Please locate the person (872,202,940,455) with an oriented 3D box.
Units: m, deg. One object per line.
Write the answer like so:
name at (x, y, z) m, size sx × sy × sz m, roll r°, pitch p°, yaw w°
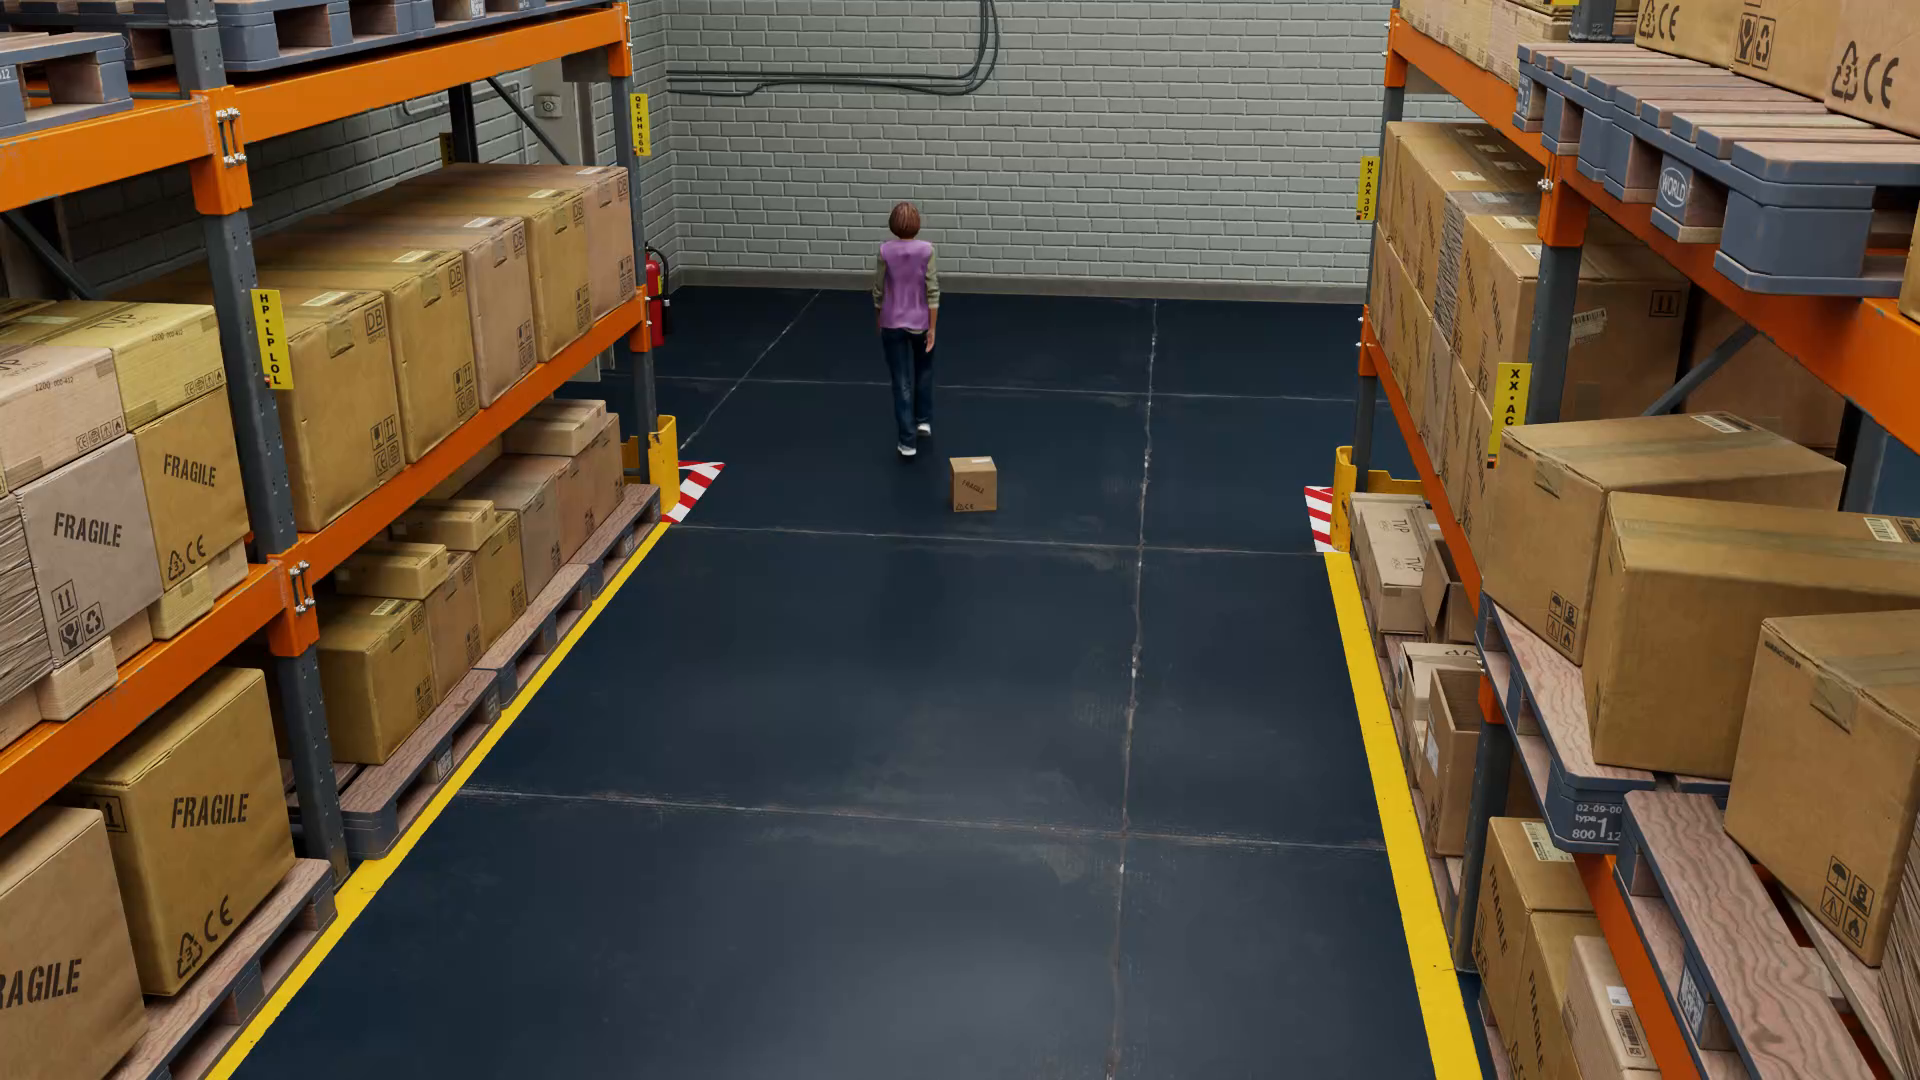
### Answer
person at (-0.342, -1.338, 10.509) m, size 0.415 × 1.624 × 0.701 m, roll -2°, pitch 22°, yaw -4°
